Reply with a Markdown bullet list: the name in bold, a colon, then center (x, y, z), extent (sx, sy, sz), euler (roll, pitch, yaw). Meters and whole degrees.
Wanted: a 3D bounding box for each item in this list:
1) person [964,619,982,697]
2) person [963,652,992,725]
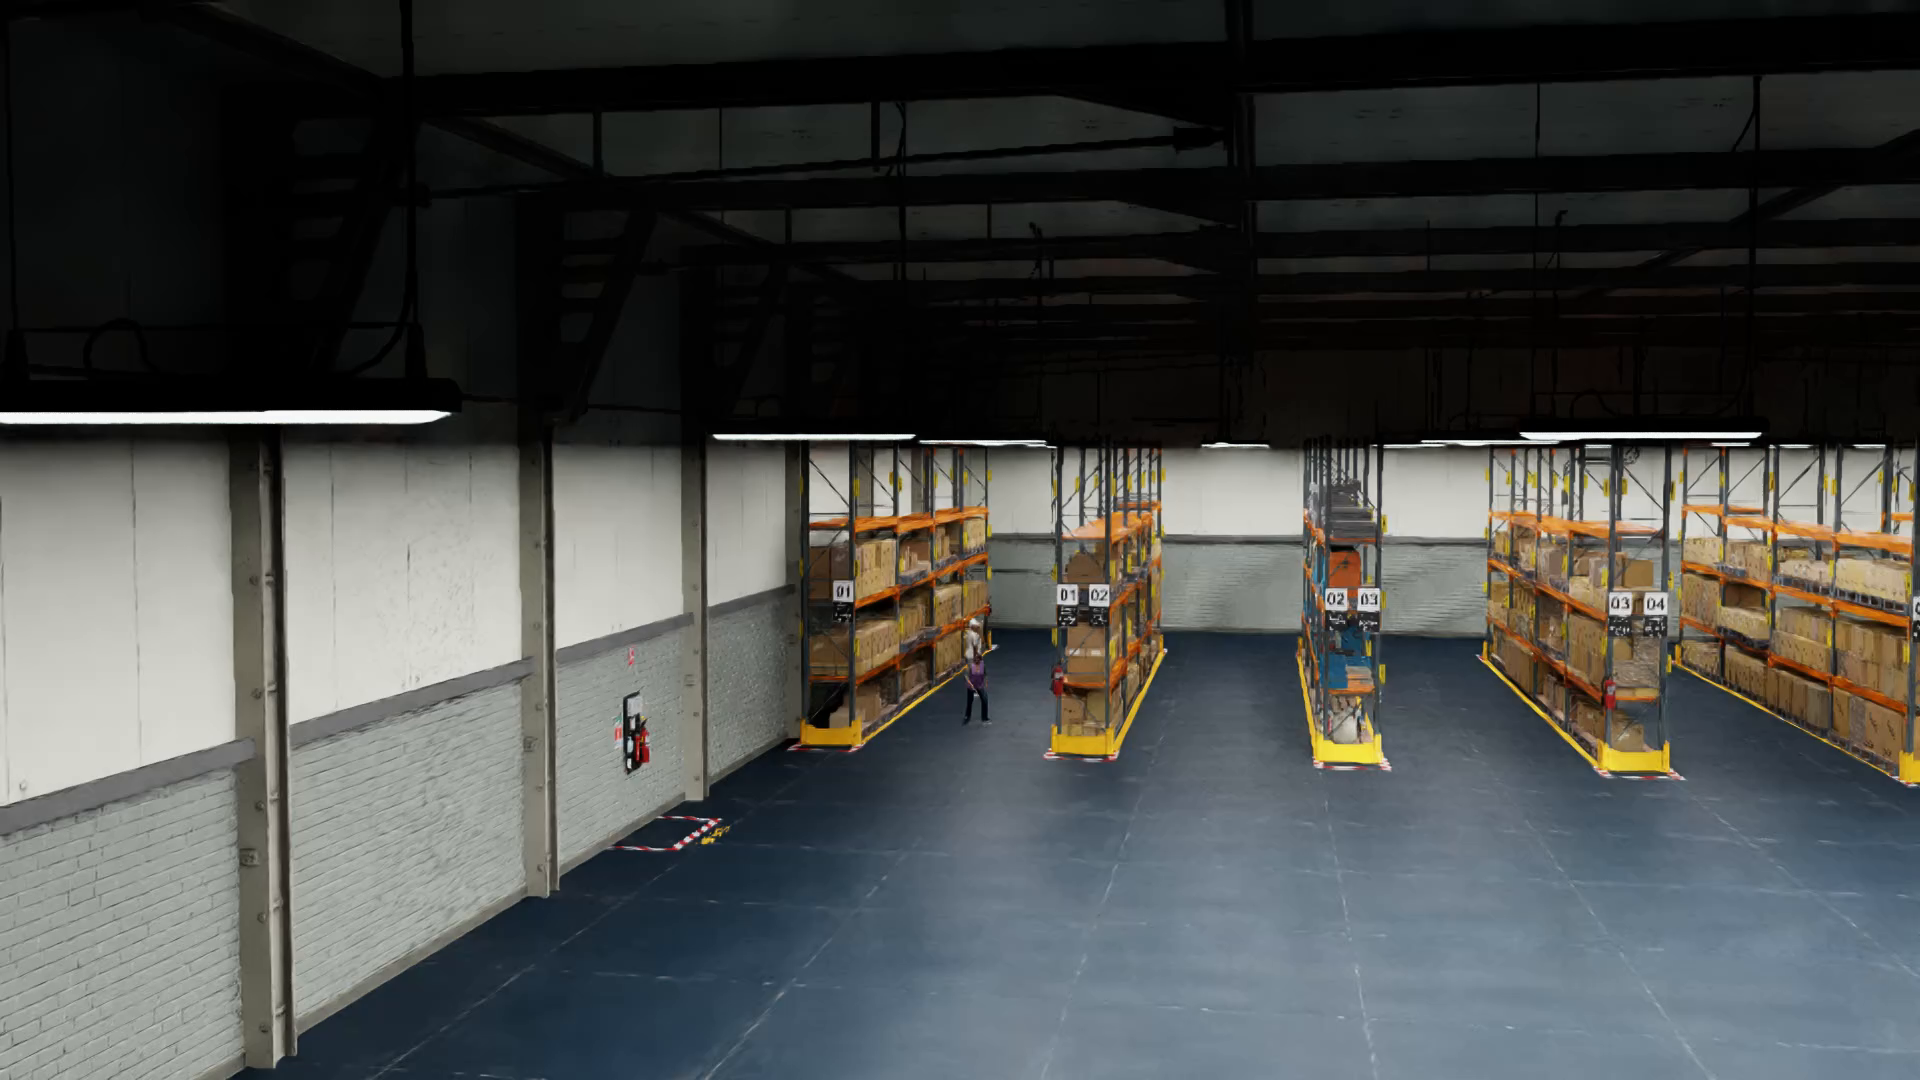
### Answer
- **person**: center (0.349, 2.722, 38.573), extent (0.480, 1.784, 0.629), euler (-1, 3, -14)
- **person**: center (0.345, 3.069, 34.690), extent (0.561, 1.525, 0.788), euler (0, 3, -7)
